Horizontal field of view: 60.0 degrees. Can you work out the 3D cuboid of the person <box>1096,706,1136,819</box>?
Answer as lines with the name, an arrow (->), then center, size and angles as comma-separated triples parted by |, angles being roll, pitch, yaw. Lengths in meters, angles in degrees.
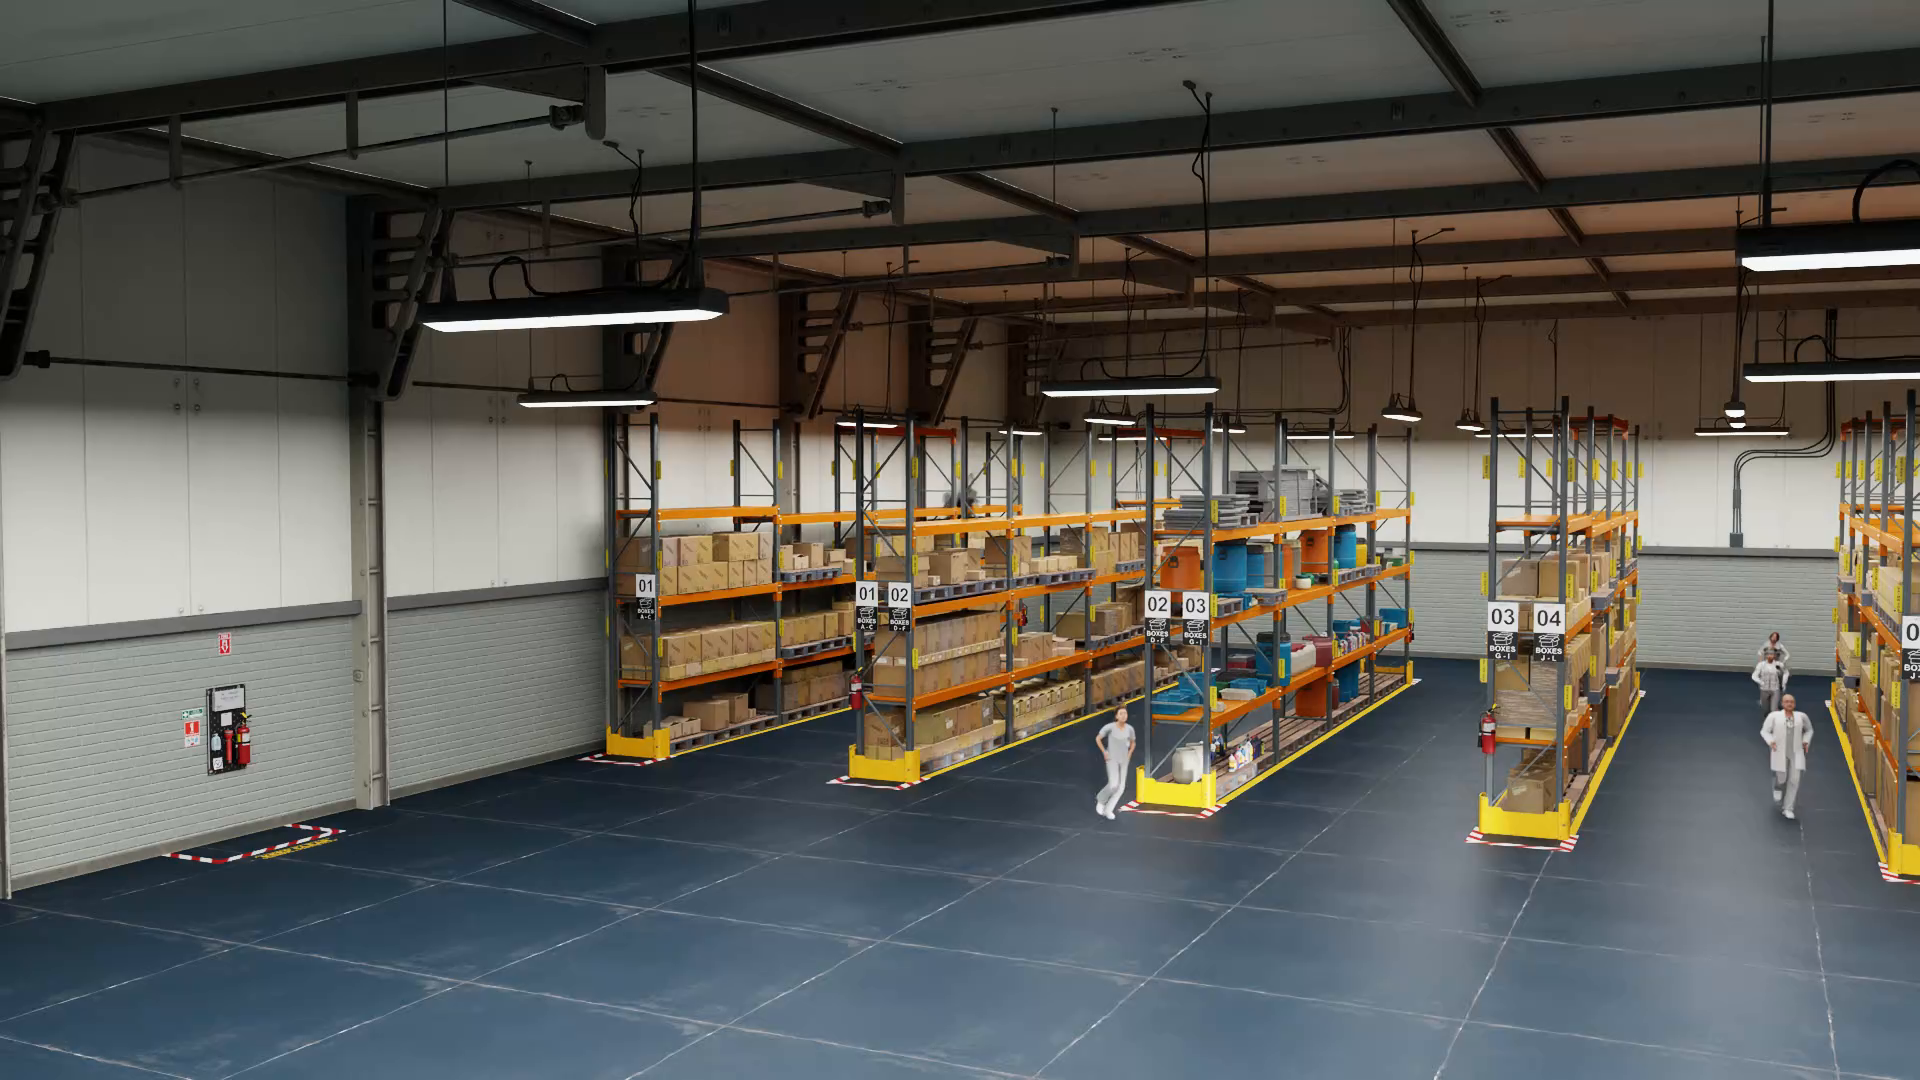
person -> 2.270, 3.185, 23.849 | 0.573, 1.617, 0.505 | -1, 3, -19

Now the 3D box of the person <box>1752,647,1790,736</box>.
person -> 15.207, 2.846, 31.209 | 0.626, 1.706, 0.921 | 1, 3, 29

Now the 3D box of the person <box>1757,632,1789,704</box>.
person -> 17.251, 2.726, 35.369 | 0.573, 1.556, 0.624 | -2, 3, -39

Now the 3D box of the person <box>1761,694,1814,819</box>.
person -> 12.020, 3.114, 24.145 | 0.709, 1.752, 0.869 | 1, 3, 17
